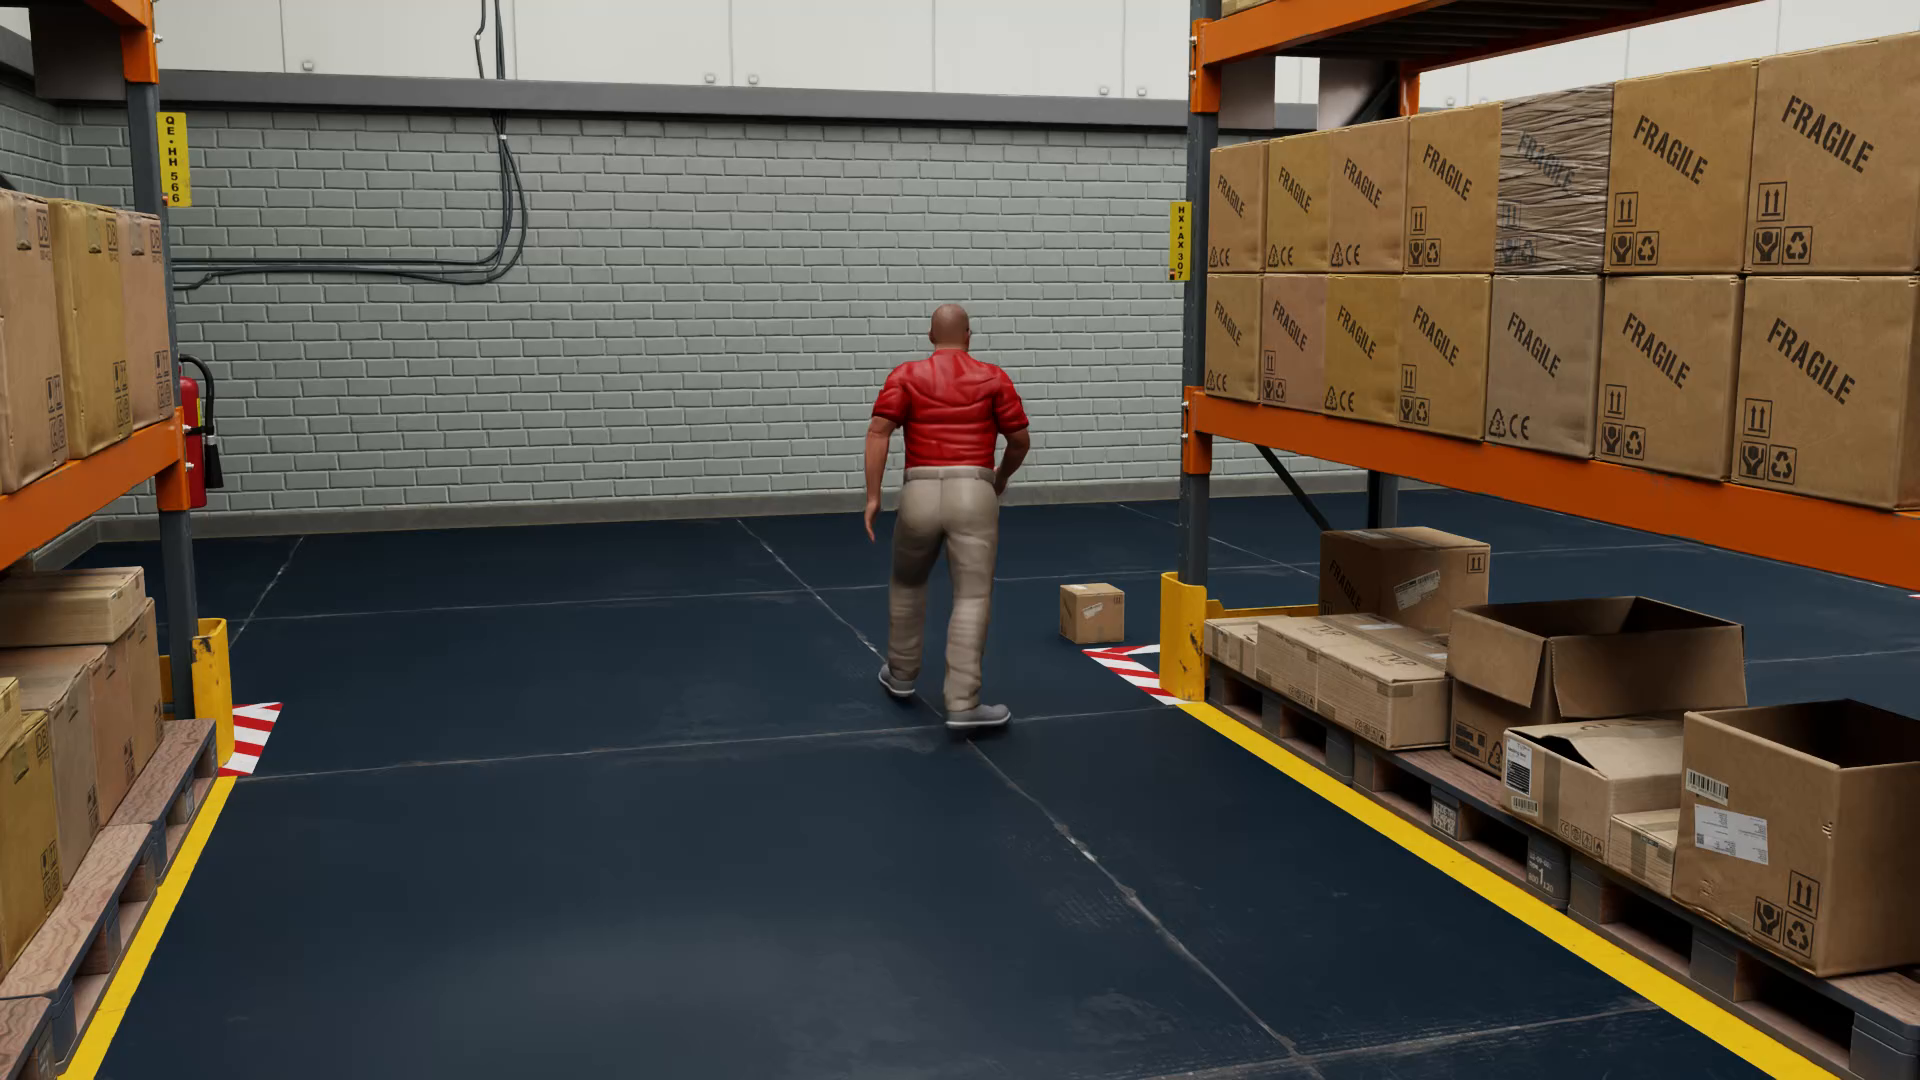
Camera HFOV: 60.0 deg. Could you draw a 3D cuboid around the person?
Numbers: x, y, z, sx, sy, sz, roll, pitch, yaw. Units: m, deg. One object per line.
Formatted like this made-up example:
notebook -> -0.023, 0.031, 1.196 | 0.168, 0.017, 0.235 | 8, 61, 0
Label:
person -> -0.080, -0.123, 6.768 | 0.702, 1.660, 0.837 | 2, 9, 11
